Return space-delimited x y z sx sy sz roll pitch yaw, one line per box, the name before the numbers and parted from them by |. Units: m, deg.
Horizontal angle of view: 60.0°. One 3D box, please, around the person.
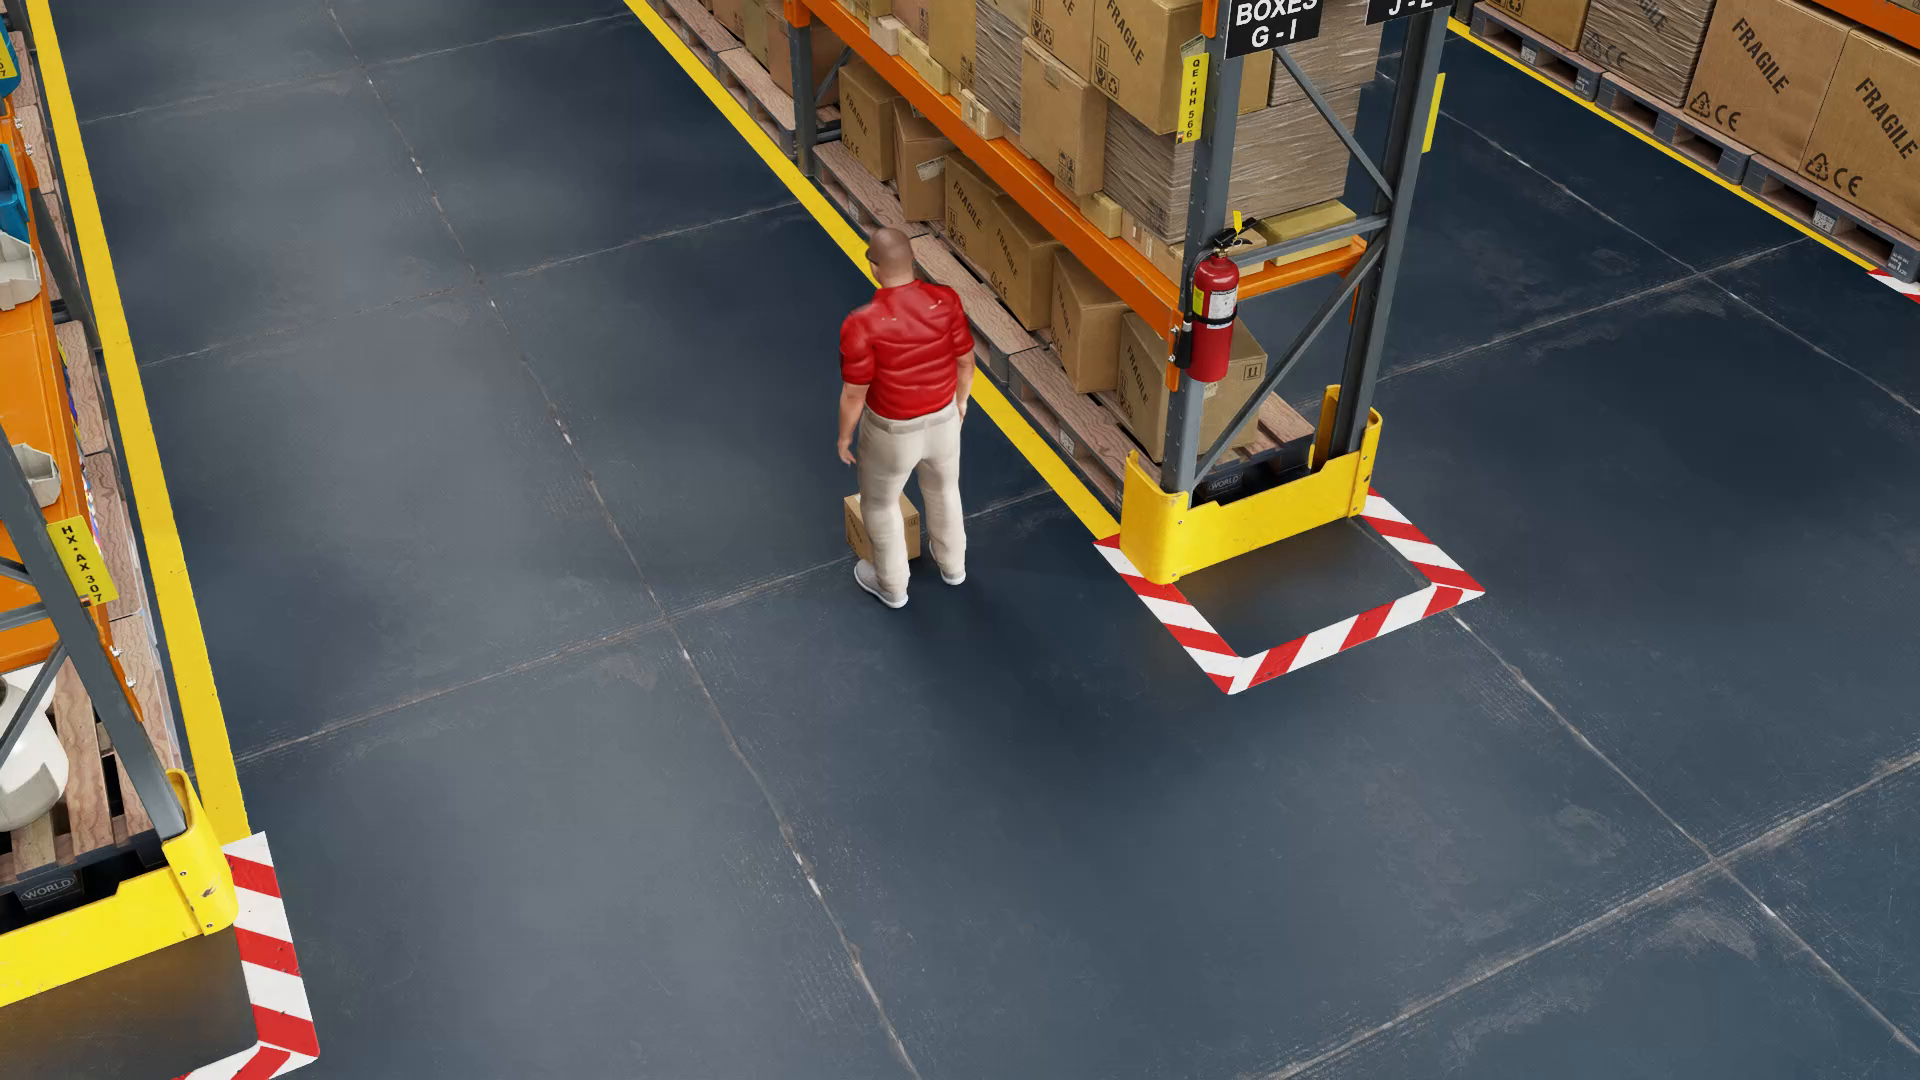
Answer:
person | -0.219 -0.473 6.712 0.586 1.727 0.393 -18 44 -20
